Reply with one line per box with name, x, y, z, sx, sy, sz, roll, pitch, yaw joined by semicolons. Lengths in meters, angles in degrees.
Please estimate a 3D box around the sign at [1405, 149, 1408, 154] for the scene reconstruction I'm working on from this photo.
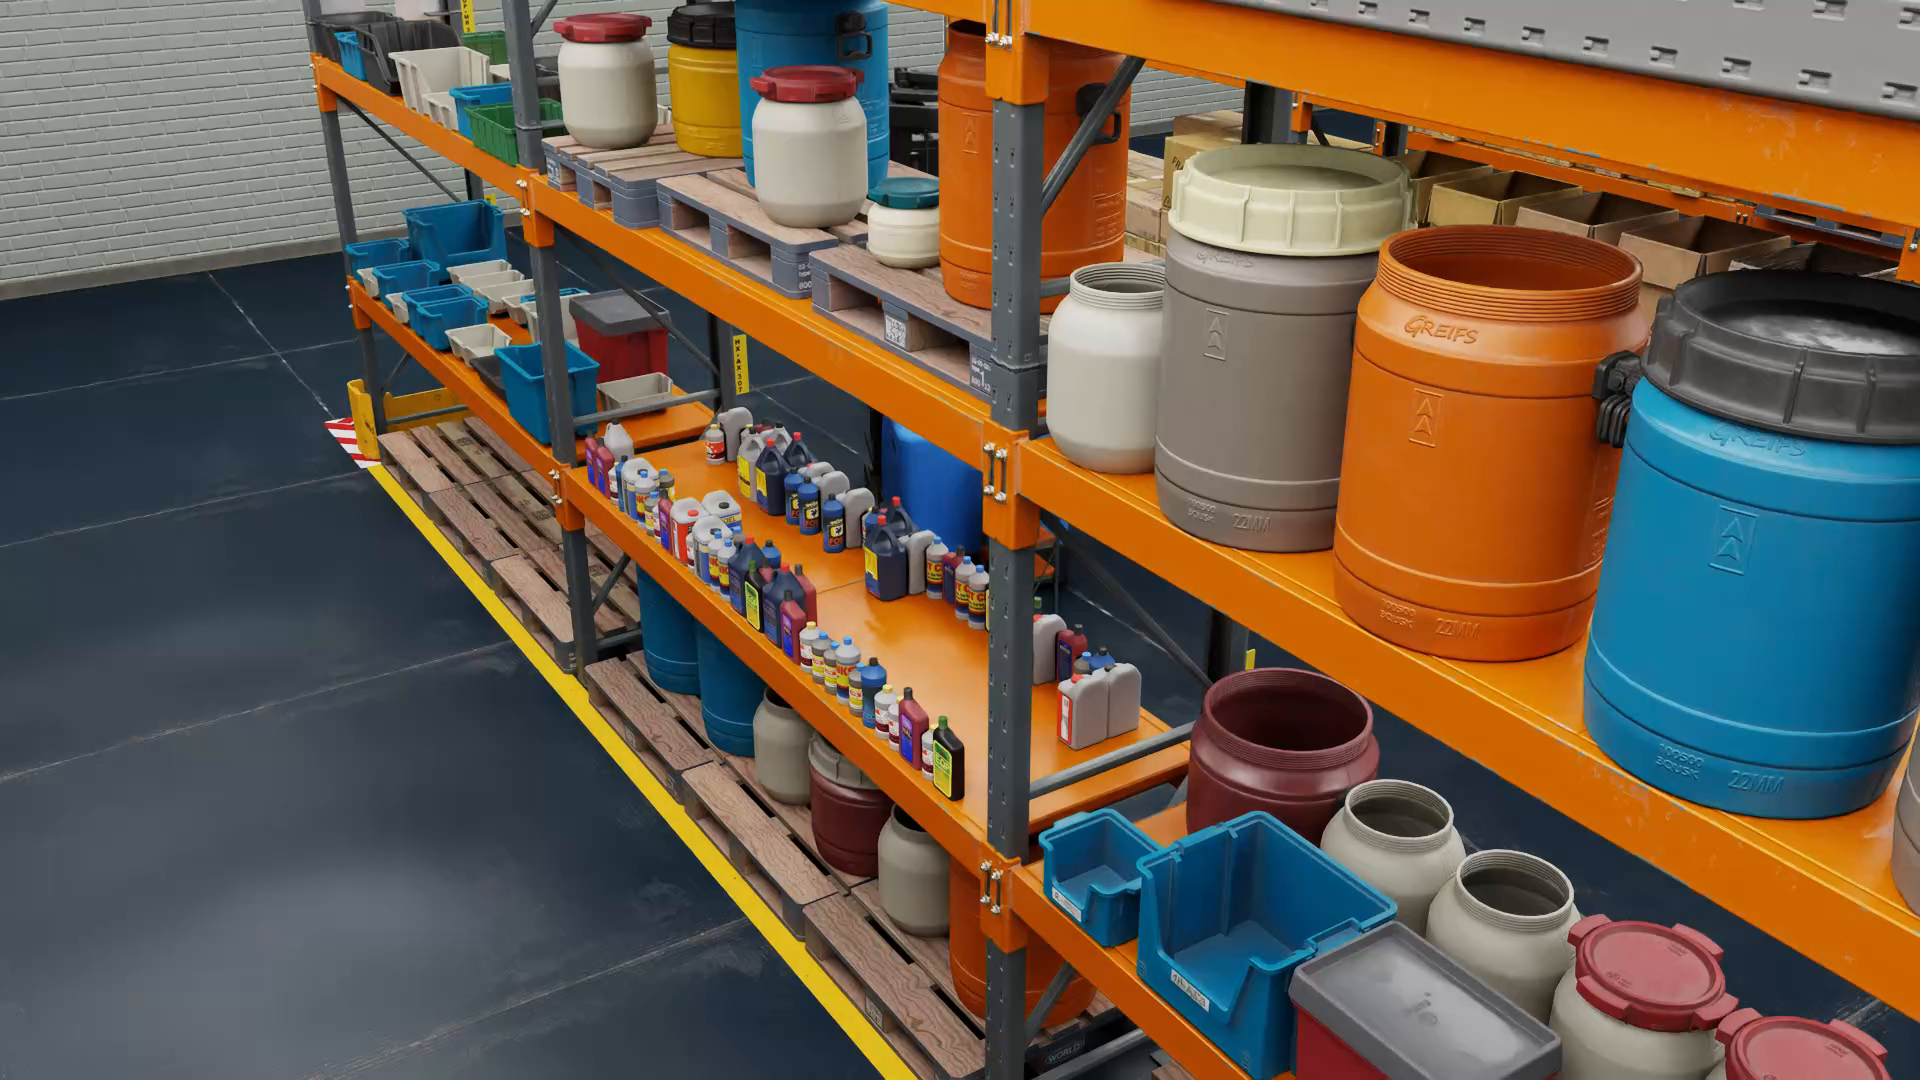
sign;2.955;-2.456;11.174;0.100;0.325;0.005;-16;29;-30

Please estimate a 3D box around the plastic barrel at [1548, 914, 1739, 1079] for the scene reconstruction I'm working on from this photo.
plastic barrel;1.747;1.306;4.311;0.433;0.535;0.433;0;25;0

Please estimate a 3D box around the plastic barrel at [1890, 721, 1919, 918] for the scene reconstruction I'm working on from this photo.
plastic barrel;1.906;0.229;2.649;0.600;0.901;0.600;0;25;0

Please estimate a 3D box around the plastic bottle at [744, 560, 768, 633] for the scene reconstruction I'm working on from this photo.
plastic bottle;-0.837;0.232;6.882;0.061;0.283;0.133;-16;29;-30

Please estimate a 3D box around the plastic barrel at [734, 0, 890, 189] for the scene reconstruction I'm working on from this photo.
plastic barrel;-0.585;-1.882;6.630;0.600;0.901;0.708;-16;29;-30

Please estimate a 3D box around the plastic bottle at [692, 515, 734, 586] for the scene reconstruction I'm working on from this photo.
plastic bottle;-1.079;0.041;7.295;0.152;0.276;0.135;-16;29;-30

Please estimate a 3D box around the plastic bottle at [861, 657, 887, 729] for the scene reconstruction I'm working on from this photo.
plastic bottle;-0.319;0.562;6.196;0.097;0.271;0.097;0;25;0

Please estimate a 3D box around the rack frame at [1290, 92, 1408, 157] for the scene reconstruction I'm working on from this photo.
rack frame;2.505;-1.838;11.129;1.000;3.000;0.127;-16;29;-30

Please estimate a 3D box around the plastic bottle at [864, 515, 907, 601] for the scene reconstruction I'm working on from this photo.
plastic bottle;-0.321;0.069;7.148;0.144;0.351;0.185;-16;29;-30

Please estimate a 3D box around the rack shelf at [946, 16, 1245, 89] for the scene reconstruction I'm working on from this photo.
rack shelf;1.413;-3.584;12.158;1.077;0.370;4.000;-16;29;-30

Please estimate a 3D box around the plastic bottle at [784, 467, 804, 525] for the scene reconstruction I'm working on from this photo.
plastic bottle;-0.778;-0.213;7.838;0.097;0.271;0.097;0;25;0

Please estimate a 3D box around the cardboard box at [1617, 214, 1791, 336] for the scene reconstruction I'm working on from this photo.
cardboard box;3.950;-1.405;8.920;0.797;0.503;0.637;-15;29;-28

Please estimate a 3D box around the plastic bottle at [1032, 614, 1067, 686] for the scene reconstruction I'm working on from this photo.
plastic bottle;0.321;0.408;6.518;0.152;0.276;0.135;-16;29;-30

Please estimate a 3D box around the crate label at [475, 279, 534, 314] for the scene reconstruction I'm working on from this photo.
crate label;-2.913;-1.572;10.804;0.396;0.136;0.243;-16;29;-30

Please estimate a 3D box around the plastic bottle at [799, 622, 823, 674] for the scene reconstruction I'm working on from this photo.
plastic bottle;-0.585;0.420;6.580;0.097;0.201;0.097;0;25;0

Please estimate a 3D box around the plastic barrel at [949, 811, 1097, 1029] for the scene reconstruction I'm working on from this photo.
plastic barrel;0.258;1.368;6.390;0.600;0.830;0.708;-16;29;-30

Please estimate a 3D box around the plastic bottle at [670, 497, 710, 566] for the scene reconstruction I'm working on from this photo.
plastic bottle;-1.206;-0.042;7.471;0.152;0.276;0.135;-16;29;-30

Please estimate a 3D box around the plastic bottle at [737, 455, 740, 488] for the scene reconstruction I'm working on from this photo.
plastic bottle;-1.053;-0.362;8.235;0.097;0.201;0.097;0;25;0

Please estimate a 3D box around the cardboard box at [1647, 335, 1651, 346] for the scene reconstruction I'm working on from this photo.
cardboard box;3.658;-0.936;9.102;0.500;0.500;0.500;-17;30;-31

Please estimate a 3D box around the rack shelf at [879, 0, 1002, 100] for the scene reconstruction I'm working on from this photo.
rack shelf;-0.553;-2.175;6.127;1.077;0.370;4.000;-16;29;-30

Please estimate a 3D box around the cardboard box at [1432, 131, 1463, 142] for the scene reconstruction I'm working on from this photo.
cardboard box;4.710;-3.892;15.776;0.380;0.149;0.250;-16;30;-31

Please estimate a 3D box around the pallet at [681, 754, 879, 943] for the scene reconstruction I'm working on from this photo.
pallet;-0.588;1.300;7.749;1.003;0.211;1.213;-16;29;-30

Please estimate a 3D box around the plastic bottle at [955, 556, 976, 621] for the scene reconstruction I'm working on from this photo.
plastic bottle;0.029;0.197;6.970;0.097;0.271;0.097;0;25;0

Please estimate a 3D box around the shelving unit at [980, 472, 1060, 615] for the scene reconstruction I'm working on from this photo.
shelving unit;0.340;-0.076;9.505;0.258;1.200;0.503;-12;28;-24

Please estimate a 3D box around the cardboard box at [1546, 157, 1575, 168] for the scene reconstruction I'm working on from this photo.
cardboard box;5.450;-3.434;14.805;0.380;0.149;0.250;-15;29;-29

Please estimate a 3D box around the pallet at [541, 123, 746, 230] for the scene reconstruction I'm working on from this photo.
pallet;-1.135;-1.697;7.539;1.213;0.211;1.003;-16;29;-30

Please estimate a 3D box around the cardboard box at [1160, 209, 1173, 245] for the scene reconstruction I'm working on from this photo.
cardboard box;1.760;-2.186;11.694;0.500;0.250;0.500;-15;29;-28

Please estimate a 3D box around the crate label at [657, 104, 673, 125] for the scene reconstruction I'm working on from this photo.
crate label;-1.670;-2.163;8.614;0.293;0.136;0.466;-16;29;-30

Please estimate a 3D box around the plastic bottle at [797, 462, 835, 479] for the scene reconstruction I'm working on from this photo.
plastic bottle;-0.684;-0.251;7.913;0.152;0.276;0.135;-16;29;-30

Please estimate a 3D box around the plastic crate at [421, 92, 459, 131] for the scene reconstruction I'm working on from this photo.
plastic crate;-2.658;-2.287;8.876;0.293;0.136;0.466;-16;29;-30

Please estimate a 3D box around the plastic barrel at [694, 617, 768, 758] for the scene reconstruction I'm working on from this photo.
plastic barrel;-0.975;0.527;8.086;0.600;0.901;0.708;-16;29;-30

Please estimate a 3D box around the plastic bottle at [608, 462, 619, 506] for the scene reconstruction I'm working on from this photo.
plastic bottle;-1.651;-0.278;8.059;0.097;0.201;0.097;0;25;0

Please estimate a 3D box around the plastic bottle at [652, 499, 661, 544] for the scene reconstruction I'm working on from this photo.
plastic bottle;-1.365;-0.091;7.662;0.097;0.201;0.097;0;25;0

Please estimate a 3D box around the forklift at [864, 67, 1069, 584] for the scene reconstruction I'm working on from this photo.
forklift;-0.062;-1.614;10.736;1.130;2.935;3.031;-4;25;-7

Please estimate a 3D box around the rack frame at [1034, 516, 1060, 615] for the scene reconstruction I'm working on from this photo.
rack frame;0.448;0.018;9.307;0.240;1.200;0.015;-12;28;-24

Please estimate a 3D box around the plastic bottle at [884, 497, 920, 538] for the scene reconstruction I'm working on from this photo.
plastic bottle;-0.267;-0.015;7.325;0.144;0.351;0.185;-16;29;-30

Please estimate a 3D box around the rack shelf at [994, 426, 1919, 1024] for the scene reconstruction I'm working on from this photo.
rack shelf;1.631;0.431;3.652;1.077;0.370;4.000;-16;29;-30

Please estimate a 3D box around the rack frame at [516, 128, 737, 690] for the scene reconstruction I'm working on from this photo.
rack frame;-1.645;-0.684;8.684;1.000;3.000;0.127;-16;29;-30

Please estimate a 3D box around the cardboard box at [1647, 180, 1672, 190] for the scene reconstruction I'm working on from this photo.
cardboard box;6.036;-3.068;14.029;0.380;0.149;0.250;-14;29;-28

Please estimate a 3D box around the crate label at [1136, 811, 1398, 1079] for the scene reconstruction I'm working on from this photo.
crate label;0.855;1.149;4.760;0.502;0.435;0.616;-16;29;-30

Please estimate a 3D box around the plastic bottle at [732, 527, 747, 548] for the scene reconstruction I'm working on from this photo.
plastic bottle;-0.985;0.039;7.386;0.097;0.201;0.097;0;25;0

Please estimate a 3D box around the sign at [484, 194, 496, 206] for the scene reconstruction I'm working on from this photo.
sign;-3.376;-2.322;11.964;0.100;0.325;0.005;-16;29;-30

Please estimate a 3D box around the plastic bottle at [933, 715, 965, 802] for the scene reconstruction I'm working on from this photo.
plastic bottle;-0.039;0.755;5.775;0.061;0.283;0.133;-16;29;-30

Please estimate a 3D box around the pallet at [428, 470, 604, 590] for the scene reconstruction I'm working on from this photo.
pallet;-2.749;-0.113;10.743;1.003;0.211;1.213;-16;29;-30

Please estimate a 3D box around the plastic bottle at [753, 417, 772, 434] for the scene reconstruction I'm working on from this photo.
plastic bottle;-0.994;-0.493;8.418;0.061;0.283;0.133;-16;29;-30

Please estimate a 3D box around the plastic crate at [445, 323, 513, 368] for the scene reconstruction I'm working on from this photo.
plastic crate;-2.847;-1.144;9.899;0.293;0.136;0.466;-16;29;-30

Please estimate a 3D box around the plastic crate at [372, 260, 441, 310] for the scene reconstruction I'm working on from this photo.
plastic crate;-3.610;-1.665;10.890;0.416;0.233;0.300;-16;29;-30

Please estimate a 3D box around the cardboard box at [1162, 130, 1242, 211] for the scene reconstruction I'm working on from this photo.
cardboard box;1.760;-2.526;11.536;0.500;0.500;0.500;-15;29;-29
